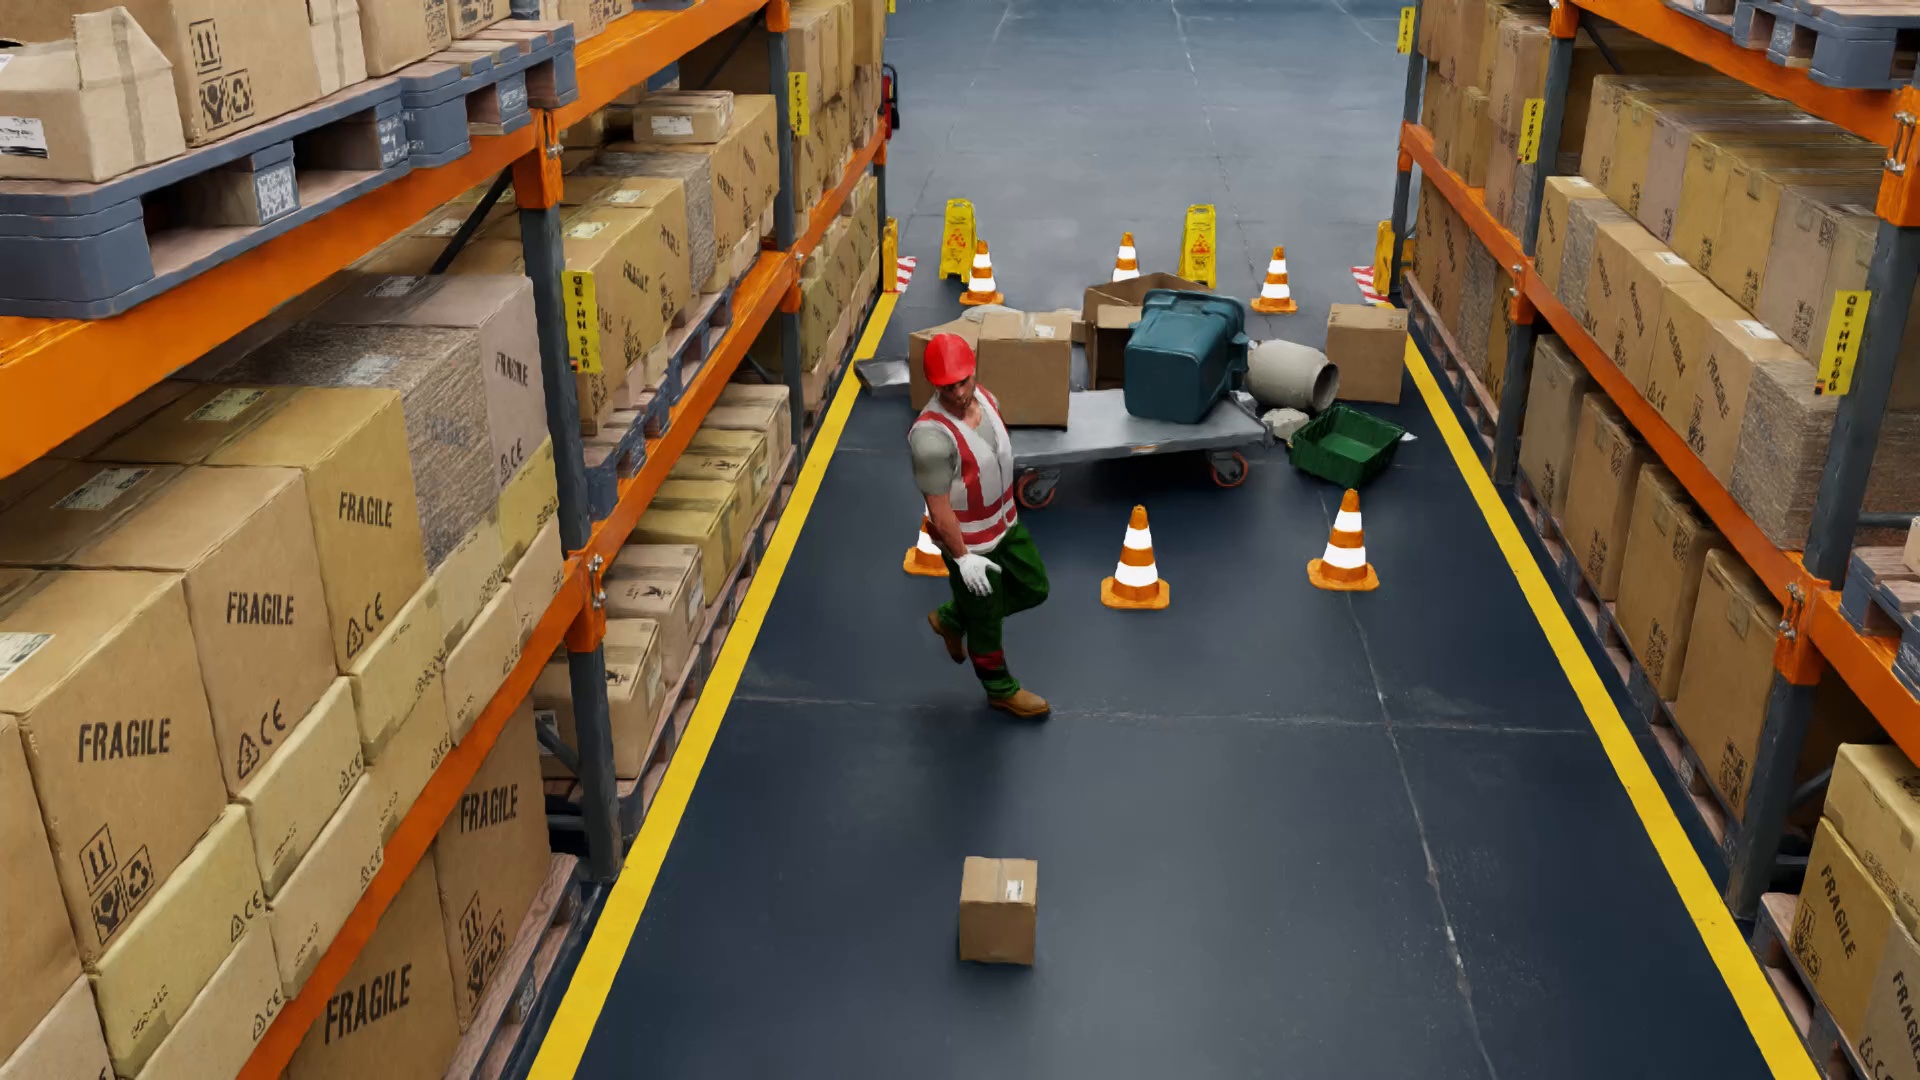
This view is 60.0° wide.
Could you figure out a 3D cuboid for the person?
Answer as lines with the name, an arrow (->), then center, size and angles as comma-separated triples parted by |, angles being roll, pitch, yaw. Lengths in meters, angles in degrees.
person -> 0.042, -0.030, 6.676 | 0.596, 1.744, 0.672 | 11, 27, 24
